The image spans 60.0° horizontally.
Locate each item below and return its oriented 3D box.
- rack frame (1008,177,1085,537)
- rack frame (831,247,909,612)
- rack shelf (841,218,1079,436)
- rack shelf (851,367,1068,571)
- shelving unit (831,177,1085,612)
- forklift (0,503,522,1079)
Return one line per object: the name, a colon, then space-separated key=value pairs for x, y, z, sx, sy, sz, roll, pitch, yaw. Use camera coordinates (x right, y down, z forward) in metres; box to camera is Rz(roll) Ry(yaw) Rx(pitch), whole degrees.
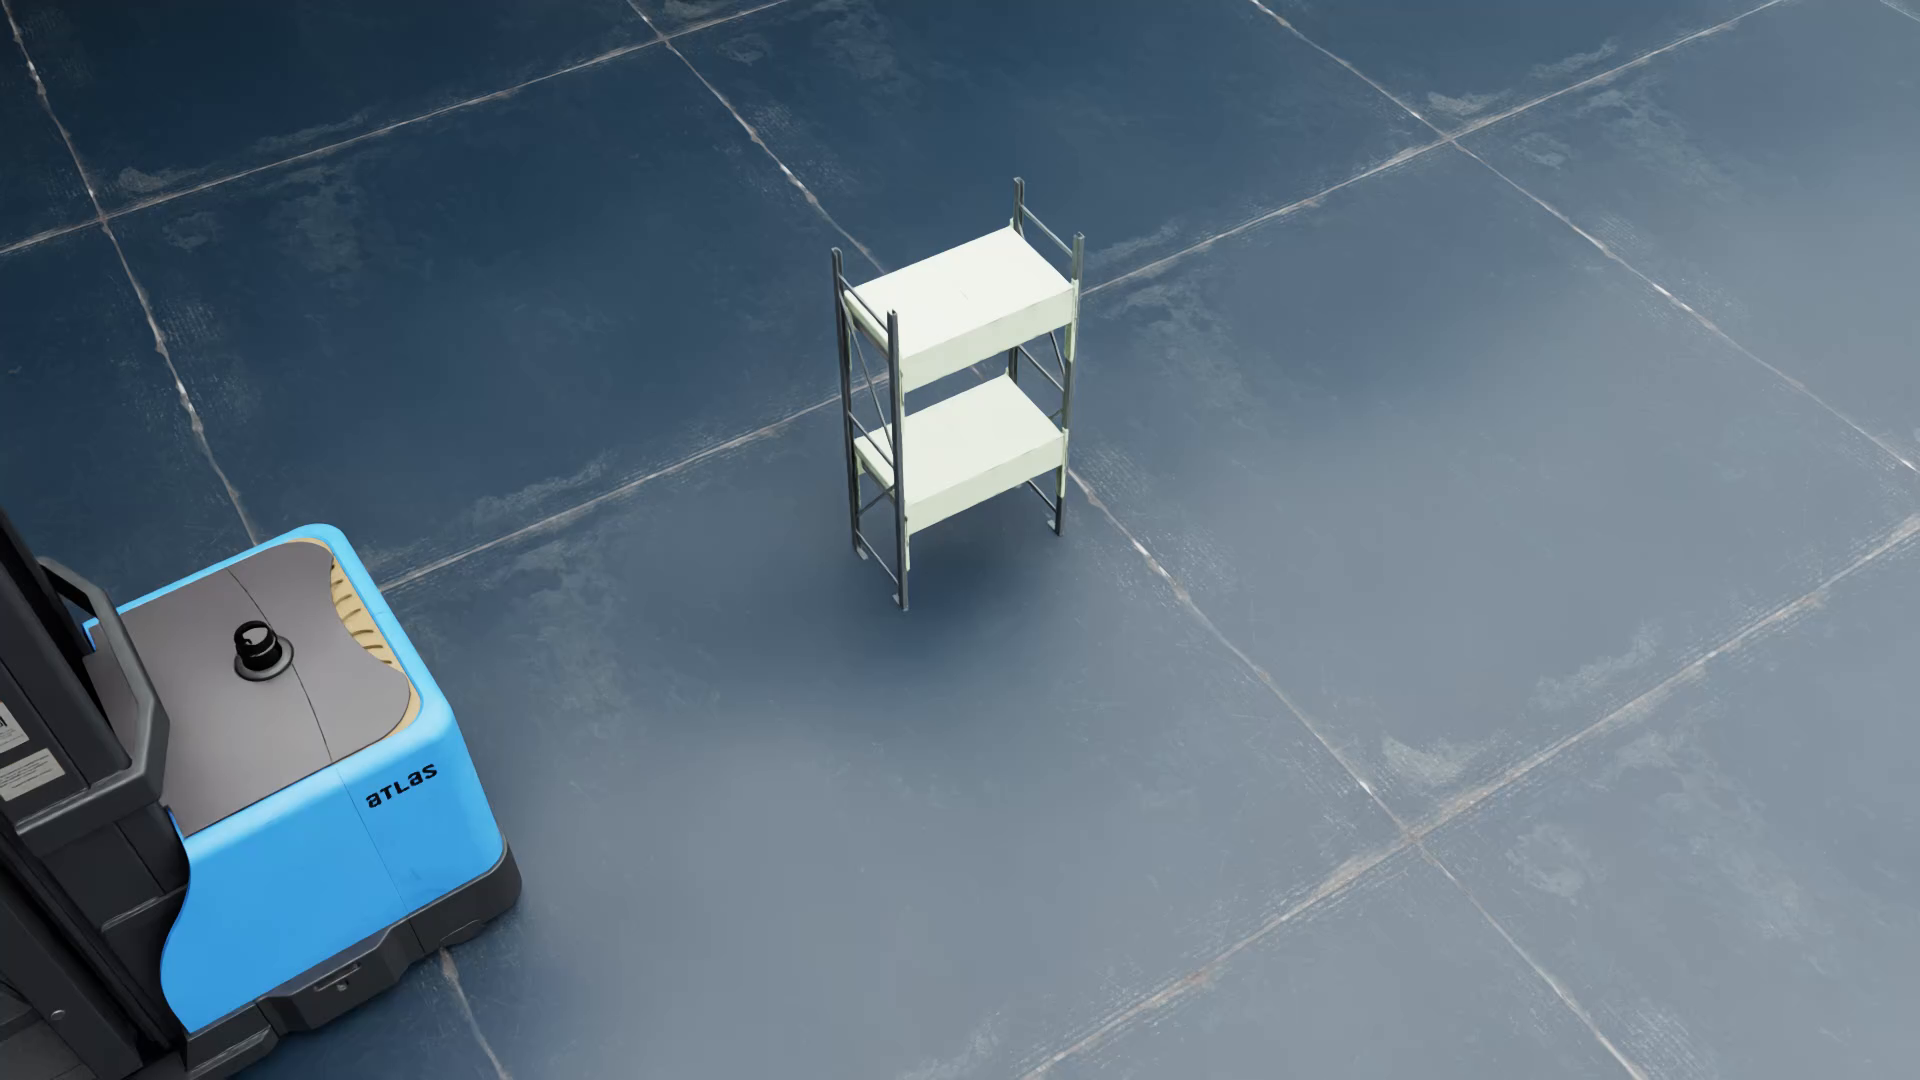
rack frame: x=0.304 y=-0.642 z=6.263 sx=0.023 sy=1.500 sz=0.400 roll=-25 pitch=53 yaw=-21
rack frame: x=-0.315 y=-0.350 z=6.003 sx=0.023 sy=1.500 sz=0.400 roll=-25 pitch=53 yaw=-21
rack shelf: x=-0.006 y=-0.756 z=5.841 sx=0.720 sy=0.370 sz=0.431 roll=-25 pitch=53 yaw=-21
rack shelf: x=-0.006 y=-0.279 z=6.376 sx=0.720 sy=0.370 sz=0.431 roll=-25 pitch=53 yaw=-21
shelving unit: x=-0.006 y=-0.496 z=6.133 sx=0.755 sy=1.500 sz=0.431 roll=-25 pitch=53 yaw=-21
forklift: x=-2.964 y=0.591 z=4.206 sx=3.031 sy=2.935 sz=1.130 roll=-28 pitch=54 yaw=-23
